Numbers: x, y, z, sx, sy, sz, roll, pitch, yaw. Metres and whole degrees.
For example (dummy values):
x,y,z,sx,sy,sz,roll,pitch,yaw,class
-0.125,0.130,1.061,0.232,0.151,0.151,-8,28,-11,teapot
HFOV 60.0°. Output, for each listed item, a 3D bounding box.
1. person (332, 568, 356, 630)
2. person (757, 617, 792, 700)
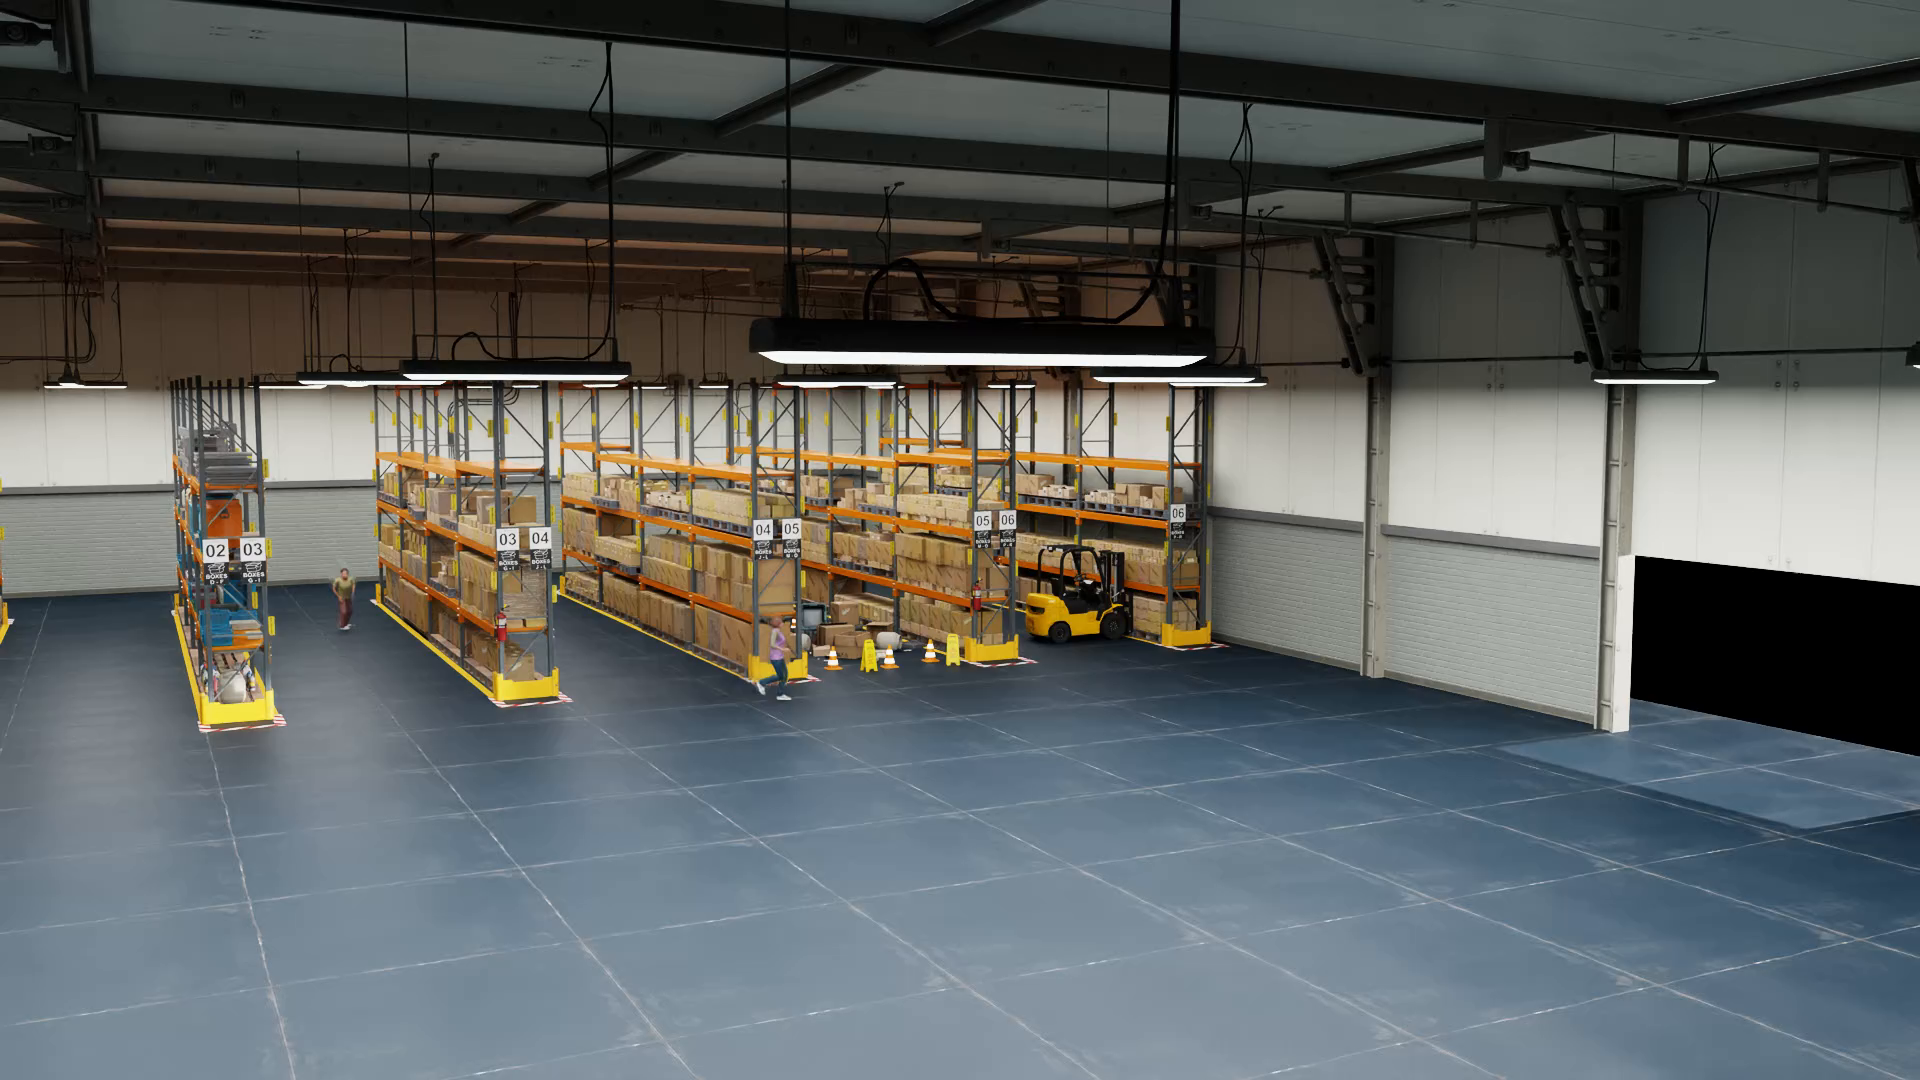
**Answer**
x,y,z,sx,sy,sz,roll,pitch,yaw,class
-14.857,1.400,40.065,0.805,1.532,0.600,4,7,41,person
-3.439,2.198,30.875,0.666,1.561,0.533,1,5,6,person
